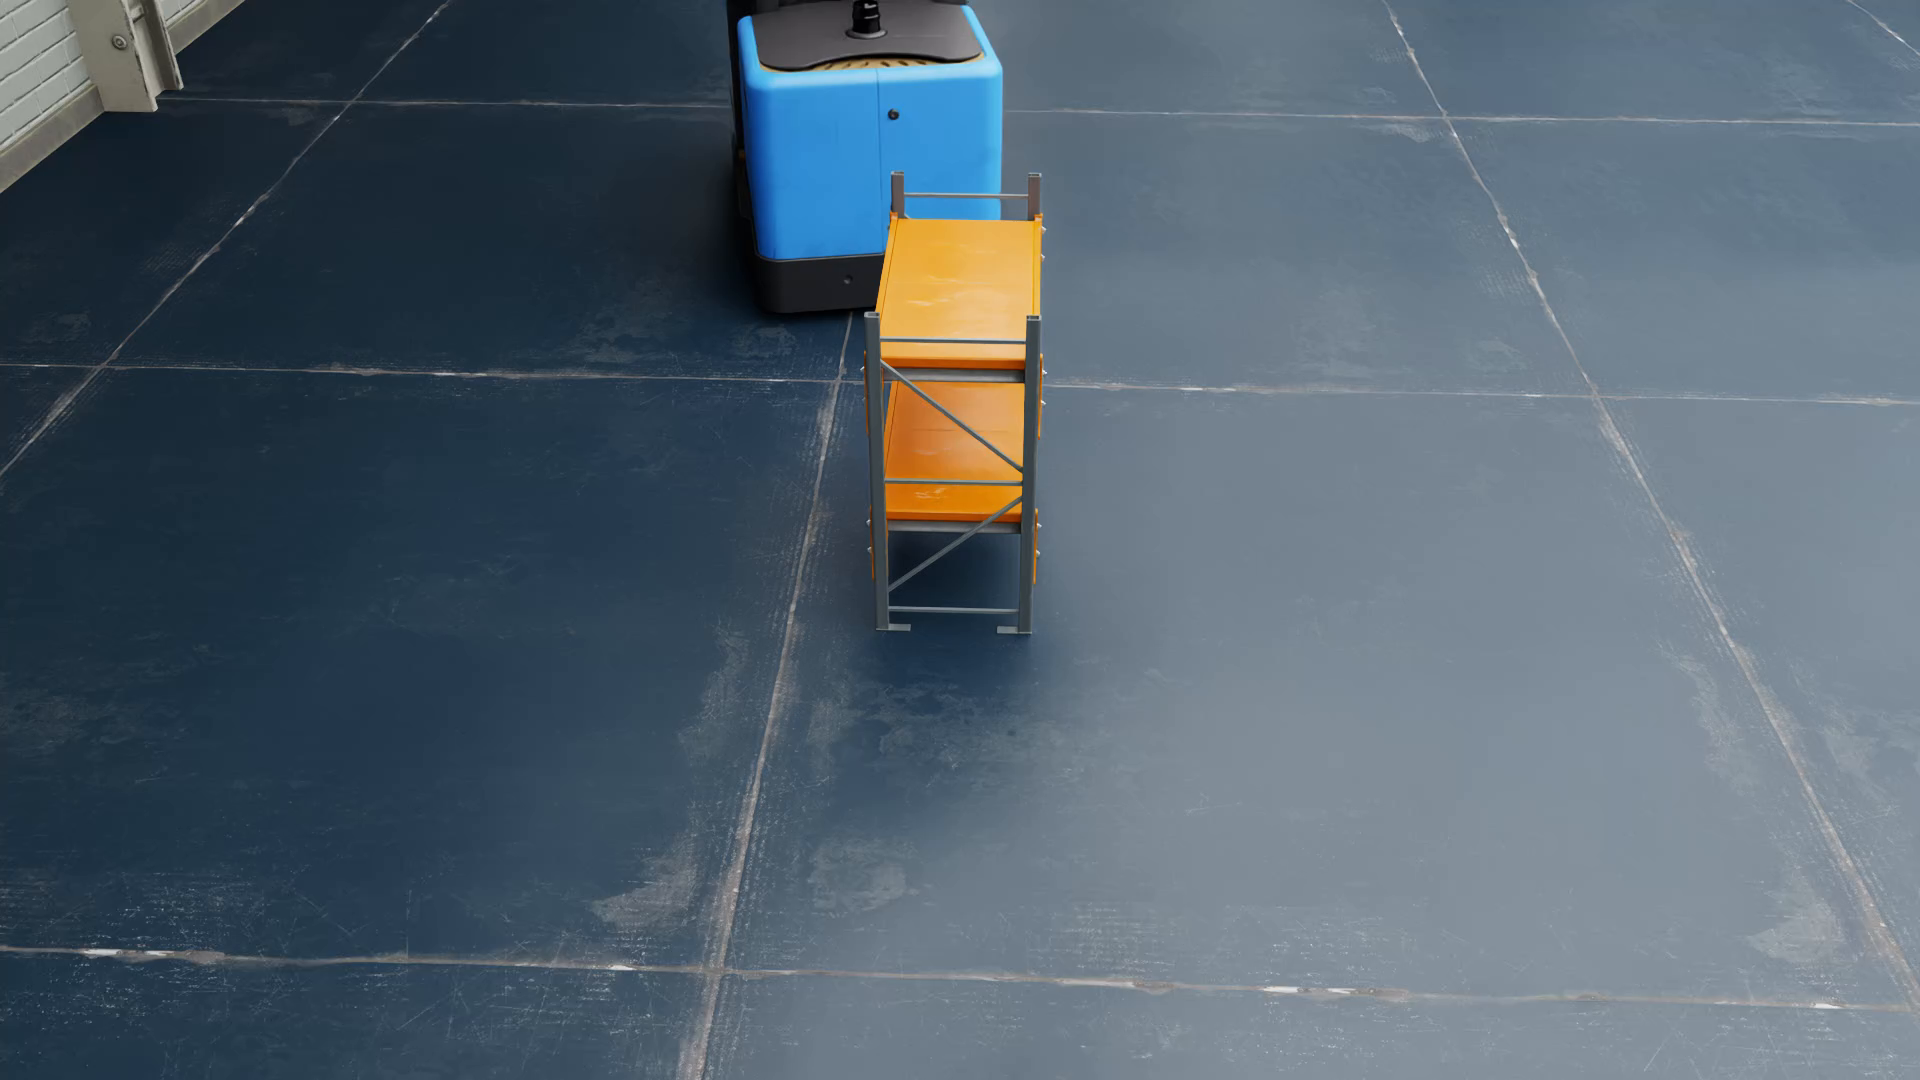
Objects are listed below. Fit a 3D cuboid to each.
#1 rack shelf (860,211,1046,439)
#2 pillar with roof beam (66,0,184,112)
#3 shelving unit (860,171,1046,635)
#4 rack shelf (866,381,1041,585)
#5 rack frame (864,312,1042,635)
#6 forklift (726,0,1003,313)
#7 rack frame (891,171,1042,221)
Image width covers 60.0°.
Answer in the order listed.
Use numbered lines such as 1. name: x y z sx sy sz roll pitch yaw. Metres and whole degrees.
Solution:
1. rack shelf: 0.000 -0.704 5.264 0.538 0.278 1.000 1 35 2
2. pillar with roof beam: -0.246 -6.037 6.514 9.100 9.000 0.400 1 35 2
3. shelving unit: 0.000 -0.464 5.432 0.538 1.125 1.048 1 35 2
4. rack shelf: 0.000 -0.264 5.573 0.538 0.278 1.000 1 35 2
5. rack frame: -0.020 -0.172 5.017 0.500 1.125 0.032 1 35 2
6. forklift: -0.554 -2.990 7.456 1.130 2.935 3.031 -5 35 -7
7. rack frame: 0.021 -0.756 5.848 0.500 1.125 0.032 1 35 2
